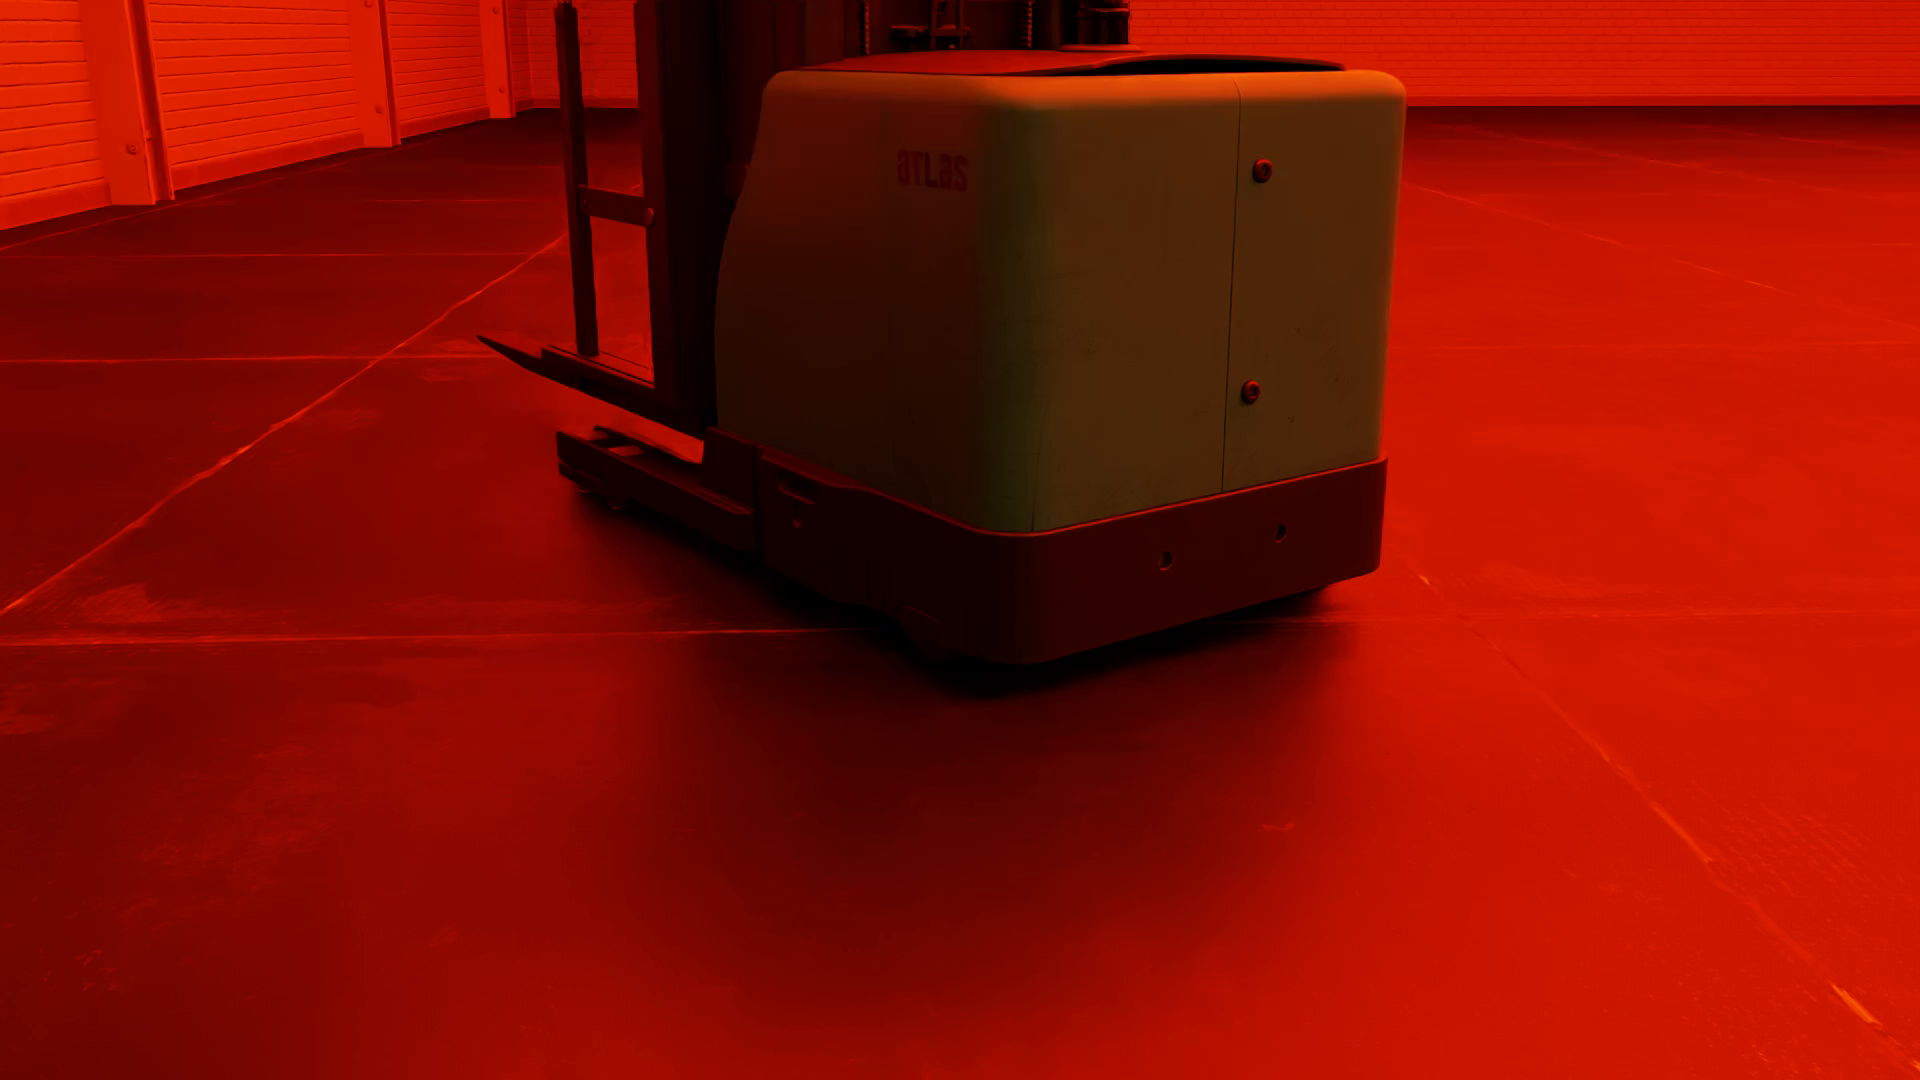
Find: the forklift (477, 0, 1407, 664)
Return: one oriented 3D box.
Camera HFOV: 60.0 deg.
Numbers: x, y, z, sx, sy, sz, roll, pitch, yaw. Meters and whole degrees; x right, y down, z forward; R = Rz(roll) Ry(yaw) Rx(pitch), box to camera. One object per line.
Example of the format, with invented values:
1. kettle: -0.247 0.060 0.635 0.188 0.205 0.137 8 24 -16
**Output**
1. forklift: -0.387 -1.548 3.968 1.130 2.935 3.031 -12 21 -34
